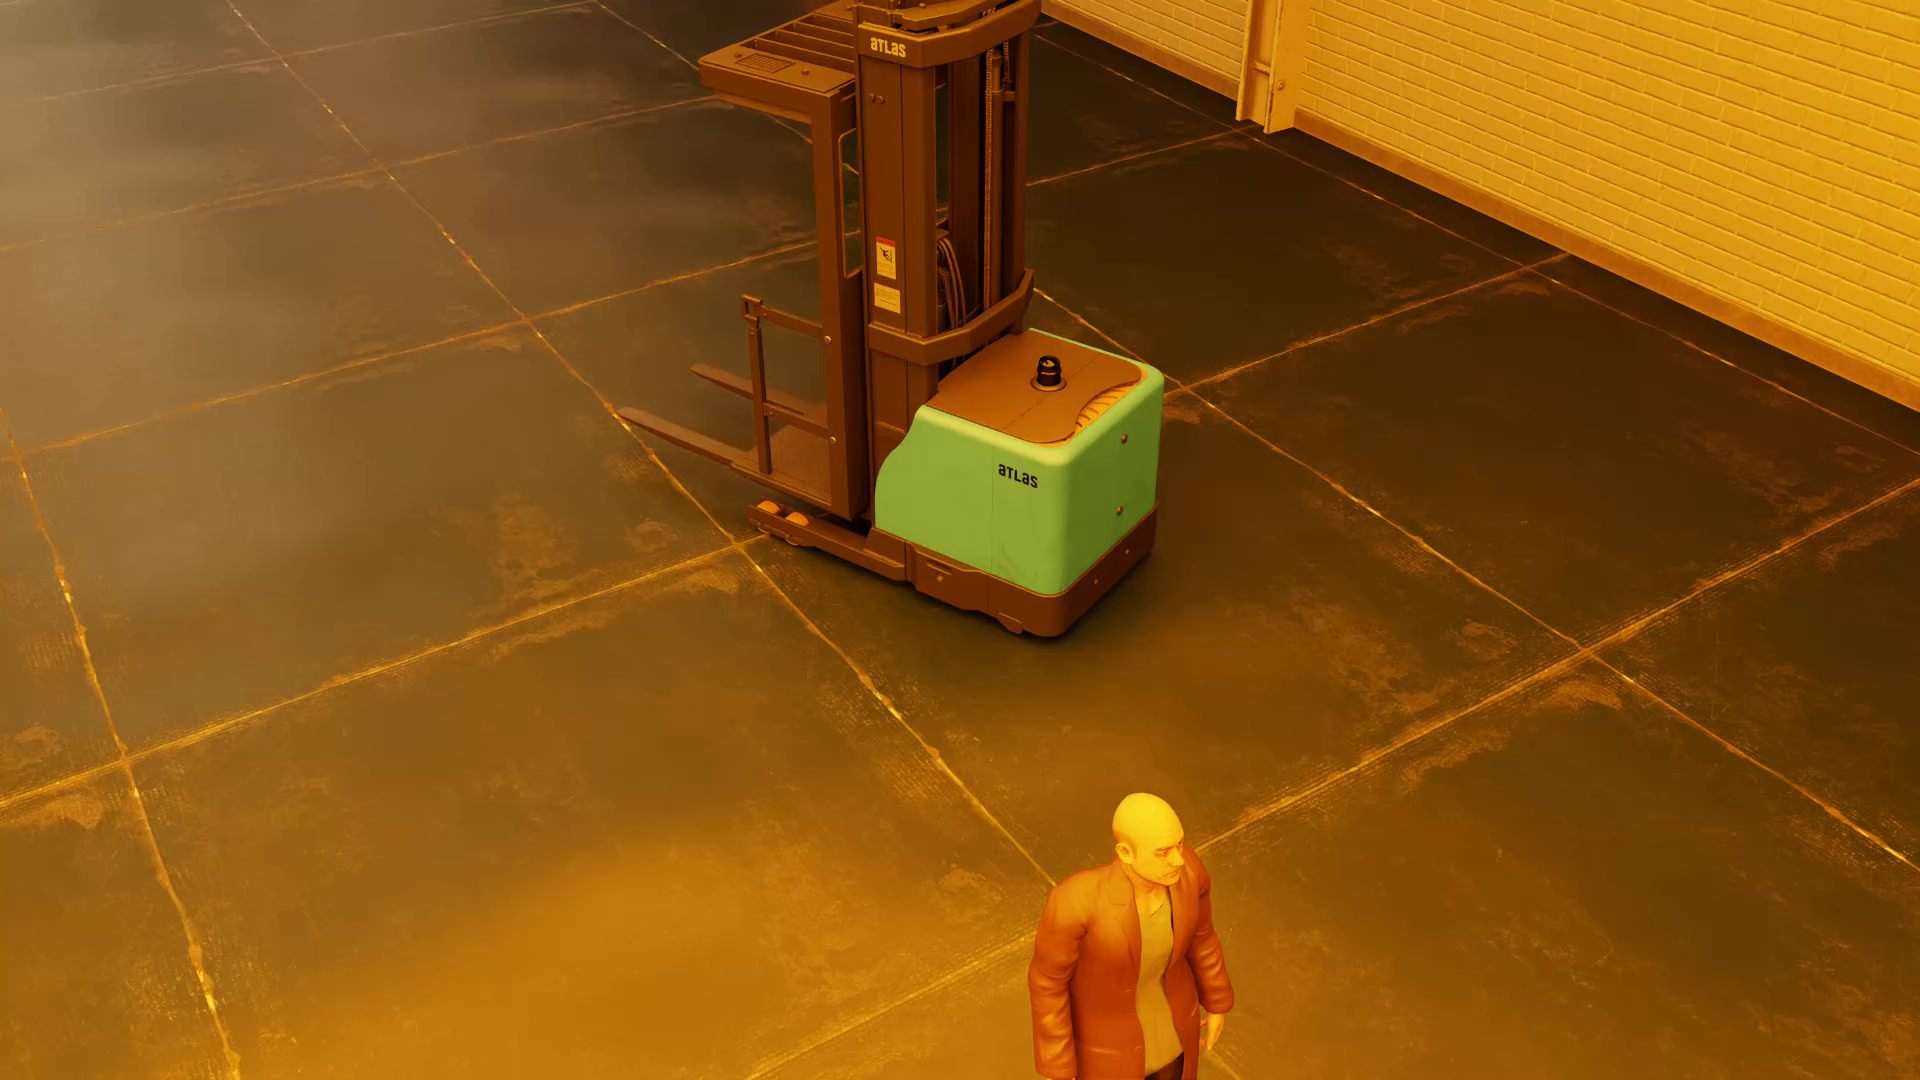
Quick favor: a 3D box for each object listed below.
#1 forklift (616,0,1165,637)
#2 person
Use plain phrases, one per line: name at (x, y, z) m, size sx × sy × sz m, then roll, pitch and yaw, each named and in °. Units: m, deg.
forklift at (-0.500, -1.399, 8.138) m, size 3.031 × 2.935 × 1.130 m, roll 22°, pitch 41°, yaw 28°
person at (0.565, 1.542, 4.944) m, size 0.695 × 1.777 × 0.580 m, roll -18°, pitch 39°, yaw -24°
